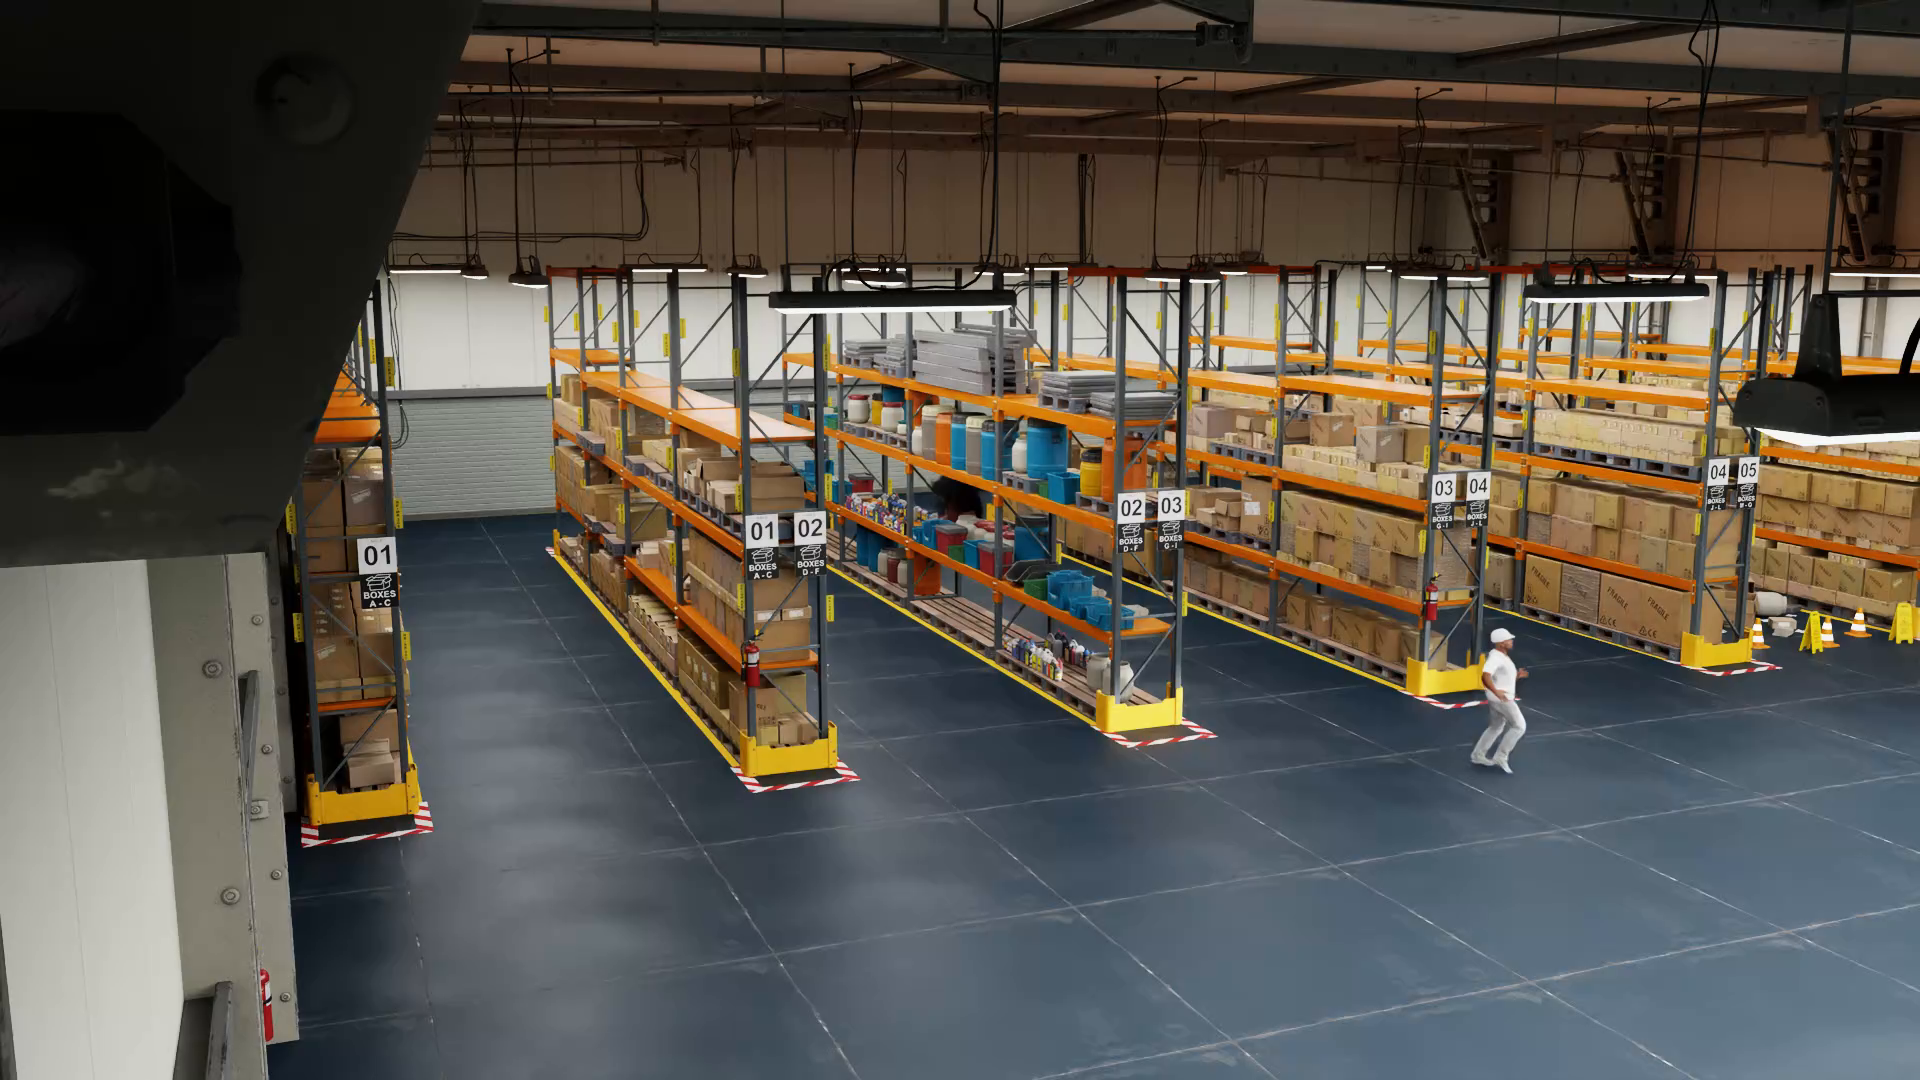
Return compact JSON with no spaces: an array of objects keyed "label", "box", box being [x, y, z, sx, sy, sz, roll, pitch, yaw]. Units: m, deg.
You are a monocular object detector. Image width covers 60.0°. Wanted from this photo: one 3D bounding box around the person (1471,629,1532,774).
[{"label":"person","box":[6.641,1.969,20.328,0.690,1.804,0.675,1,10,8]}]
